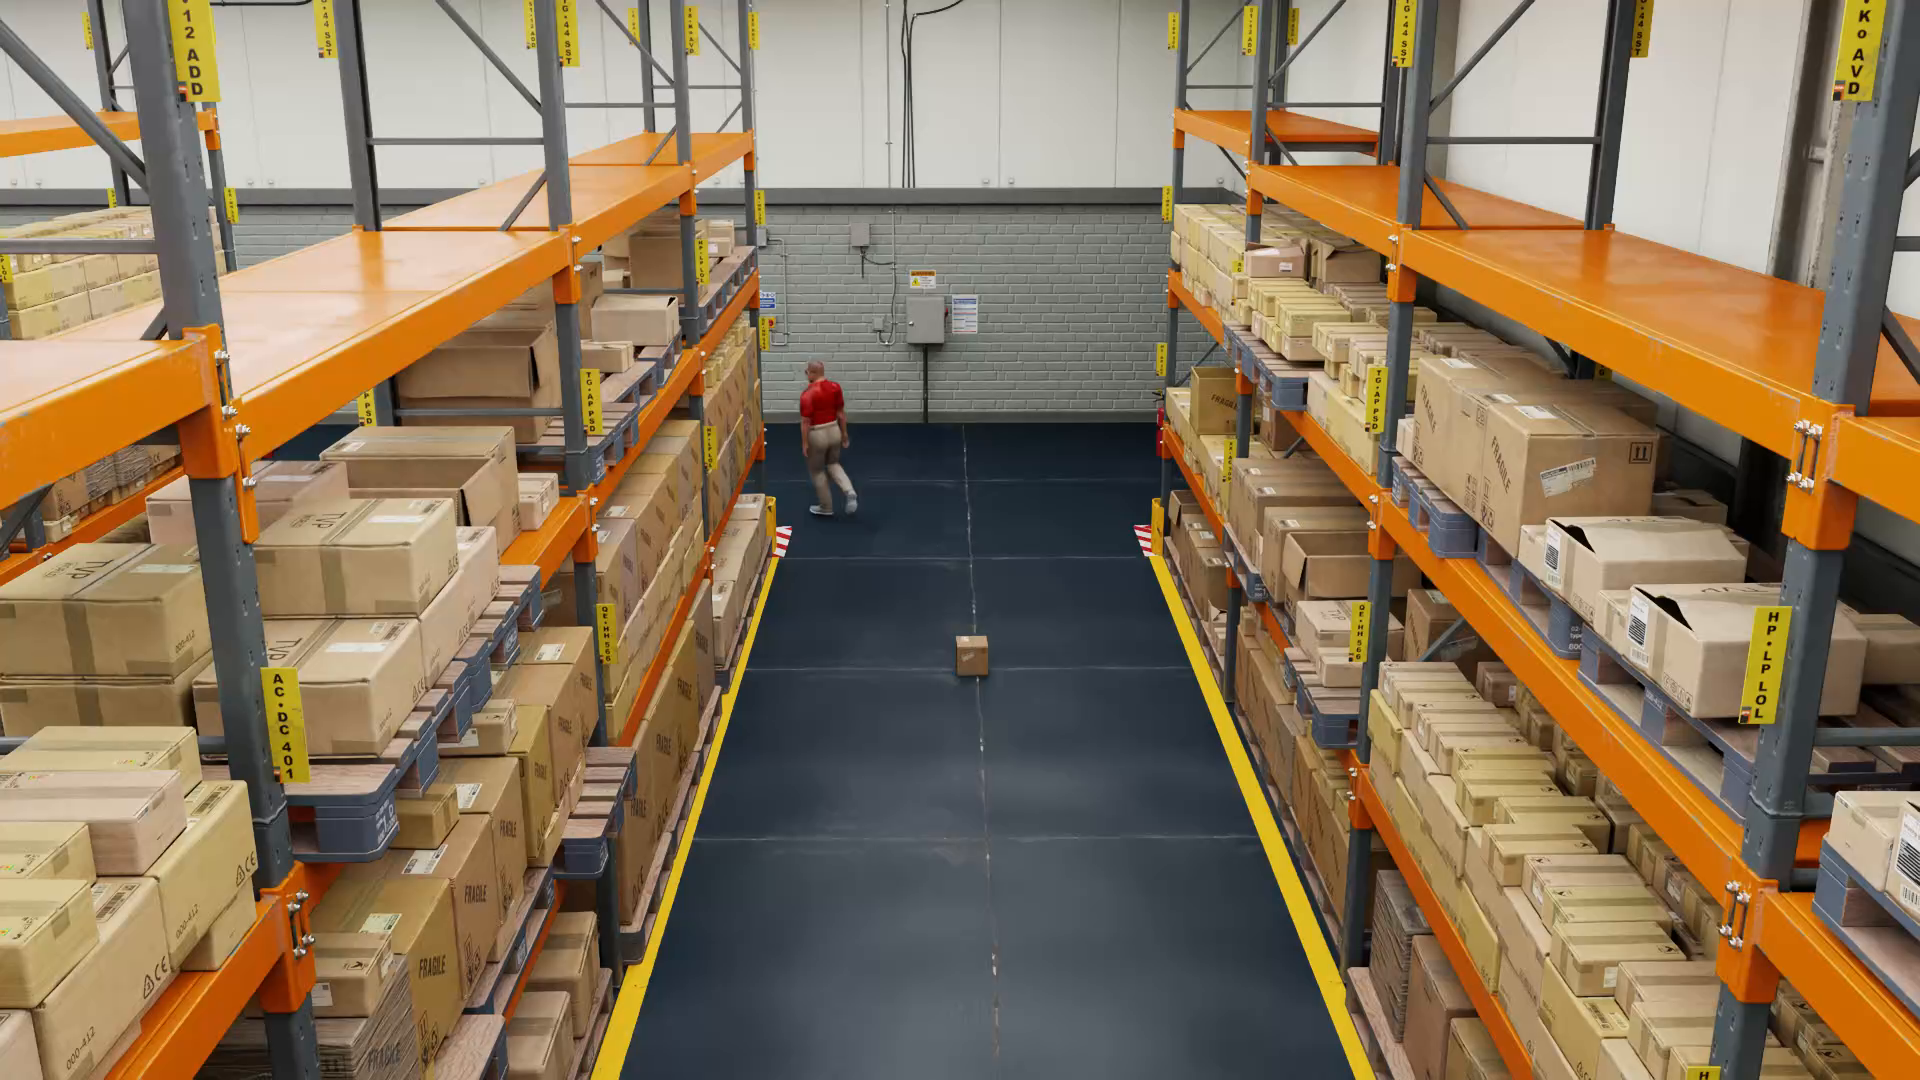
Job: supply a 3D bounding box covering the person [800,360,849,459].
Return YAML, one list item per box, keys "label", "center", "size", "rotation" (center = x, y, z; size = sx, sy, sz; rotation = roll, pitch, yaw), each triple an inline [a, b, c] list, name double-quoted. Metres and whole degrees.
- label: "person"
  center: [-1.457, -1.394, 17.537]
  size: [0.619, 1.049, 0.343]
  rotation: [-13, 22, -37]
